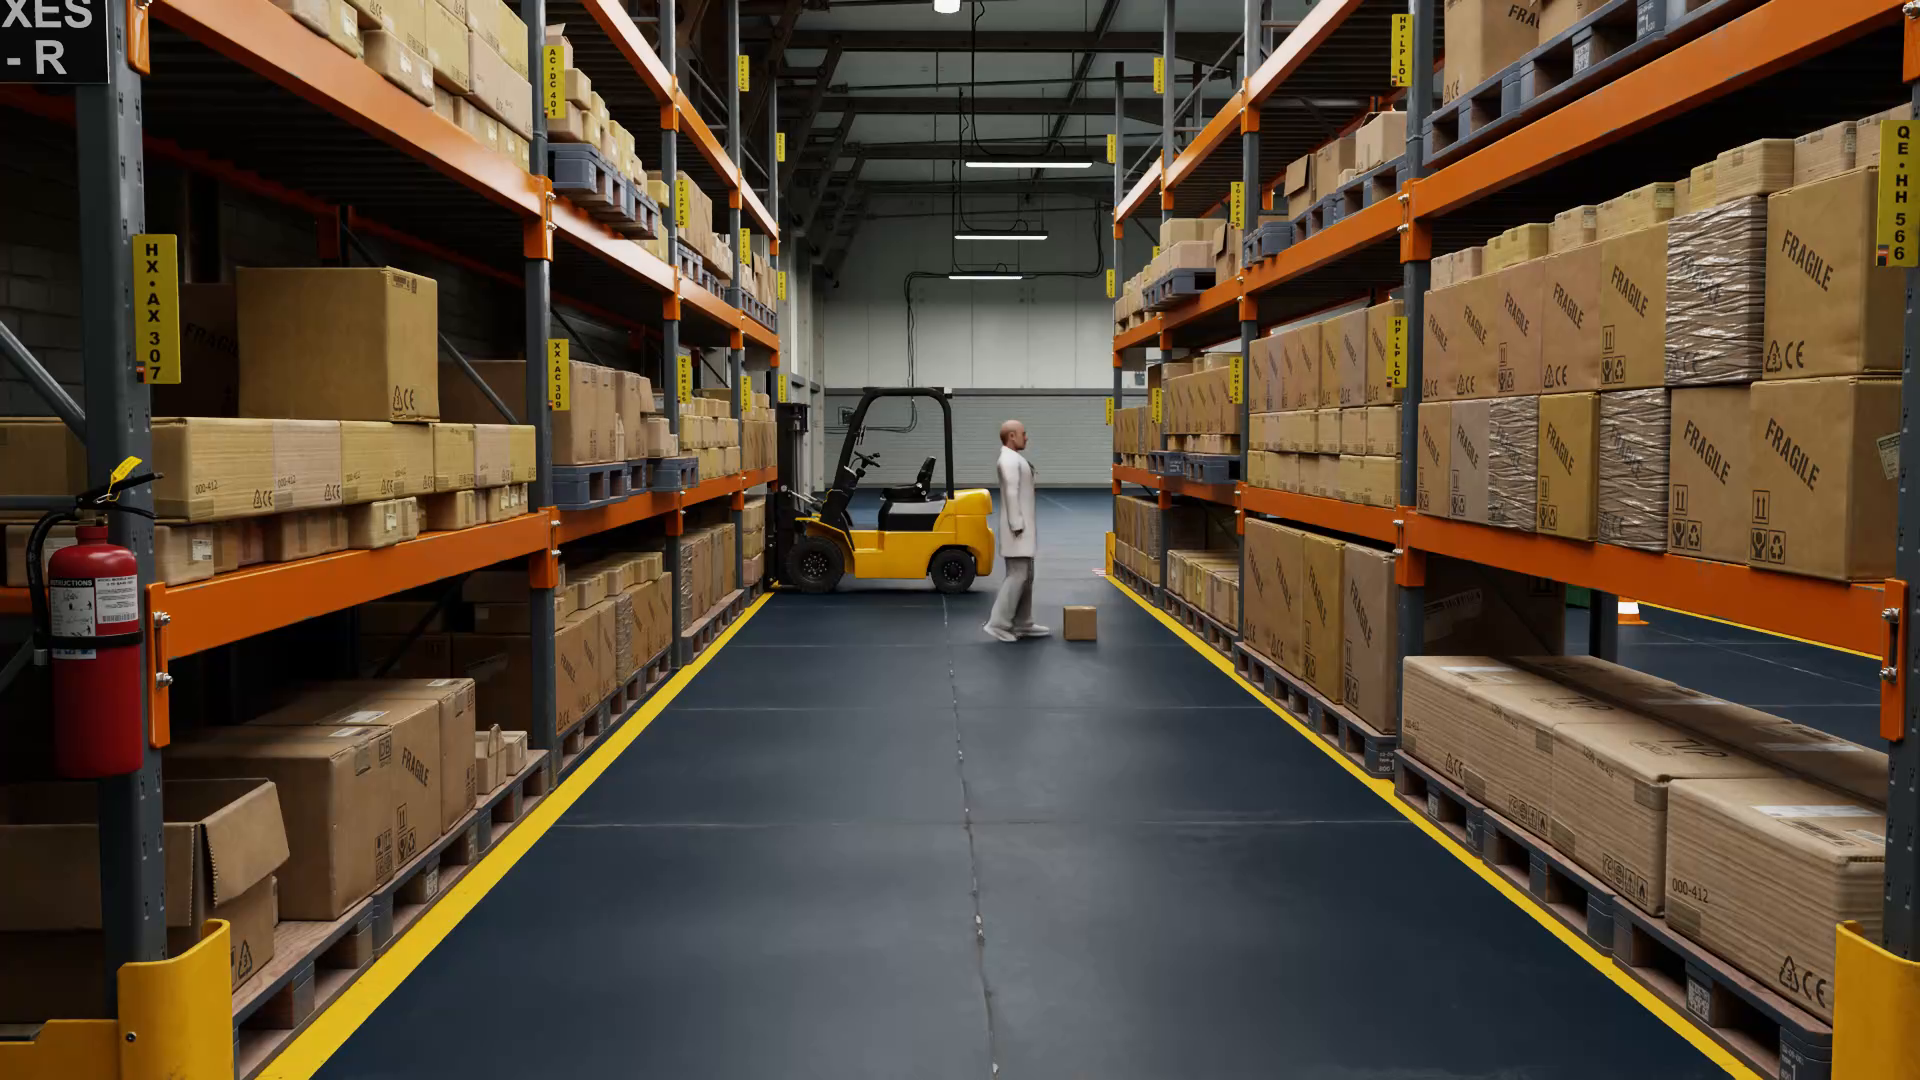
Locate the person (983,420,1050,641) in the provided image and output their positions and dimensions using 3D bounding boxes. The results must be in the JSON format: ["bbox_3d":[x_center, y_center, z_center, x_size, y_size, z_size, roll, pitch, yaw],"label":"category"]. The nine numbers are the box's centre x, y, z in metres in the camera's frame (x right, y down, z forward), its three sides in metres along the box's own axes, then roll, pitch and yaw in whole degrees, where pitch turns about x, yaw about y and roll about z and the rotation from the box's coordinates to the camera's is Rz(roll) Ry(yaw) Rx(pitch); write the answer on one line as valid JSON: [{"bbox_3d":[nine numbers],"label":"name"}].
[{"bbox_3d":[0.465,-0.039,13.534,0.562,1.867,0.577,0,4,0],"label":"person"}]
